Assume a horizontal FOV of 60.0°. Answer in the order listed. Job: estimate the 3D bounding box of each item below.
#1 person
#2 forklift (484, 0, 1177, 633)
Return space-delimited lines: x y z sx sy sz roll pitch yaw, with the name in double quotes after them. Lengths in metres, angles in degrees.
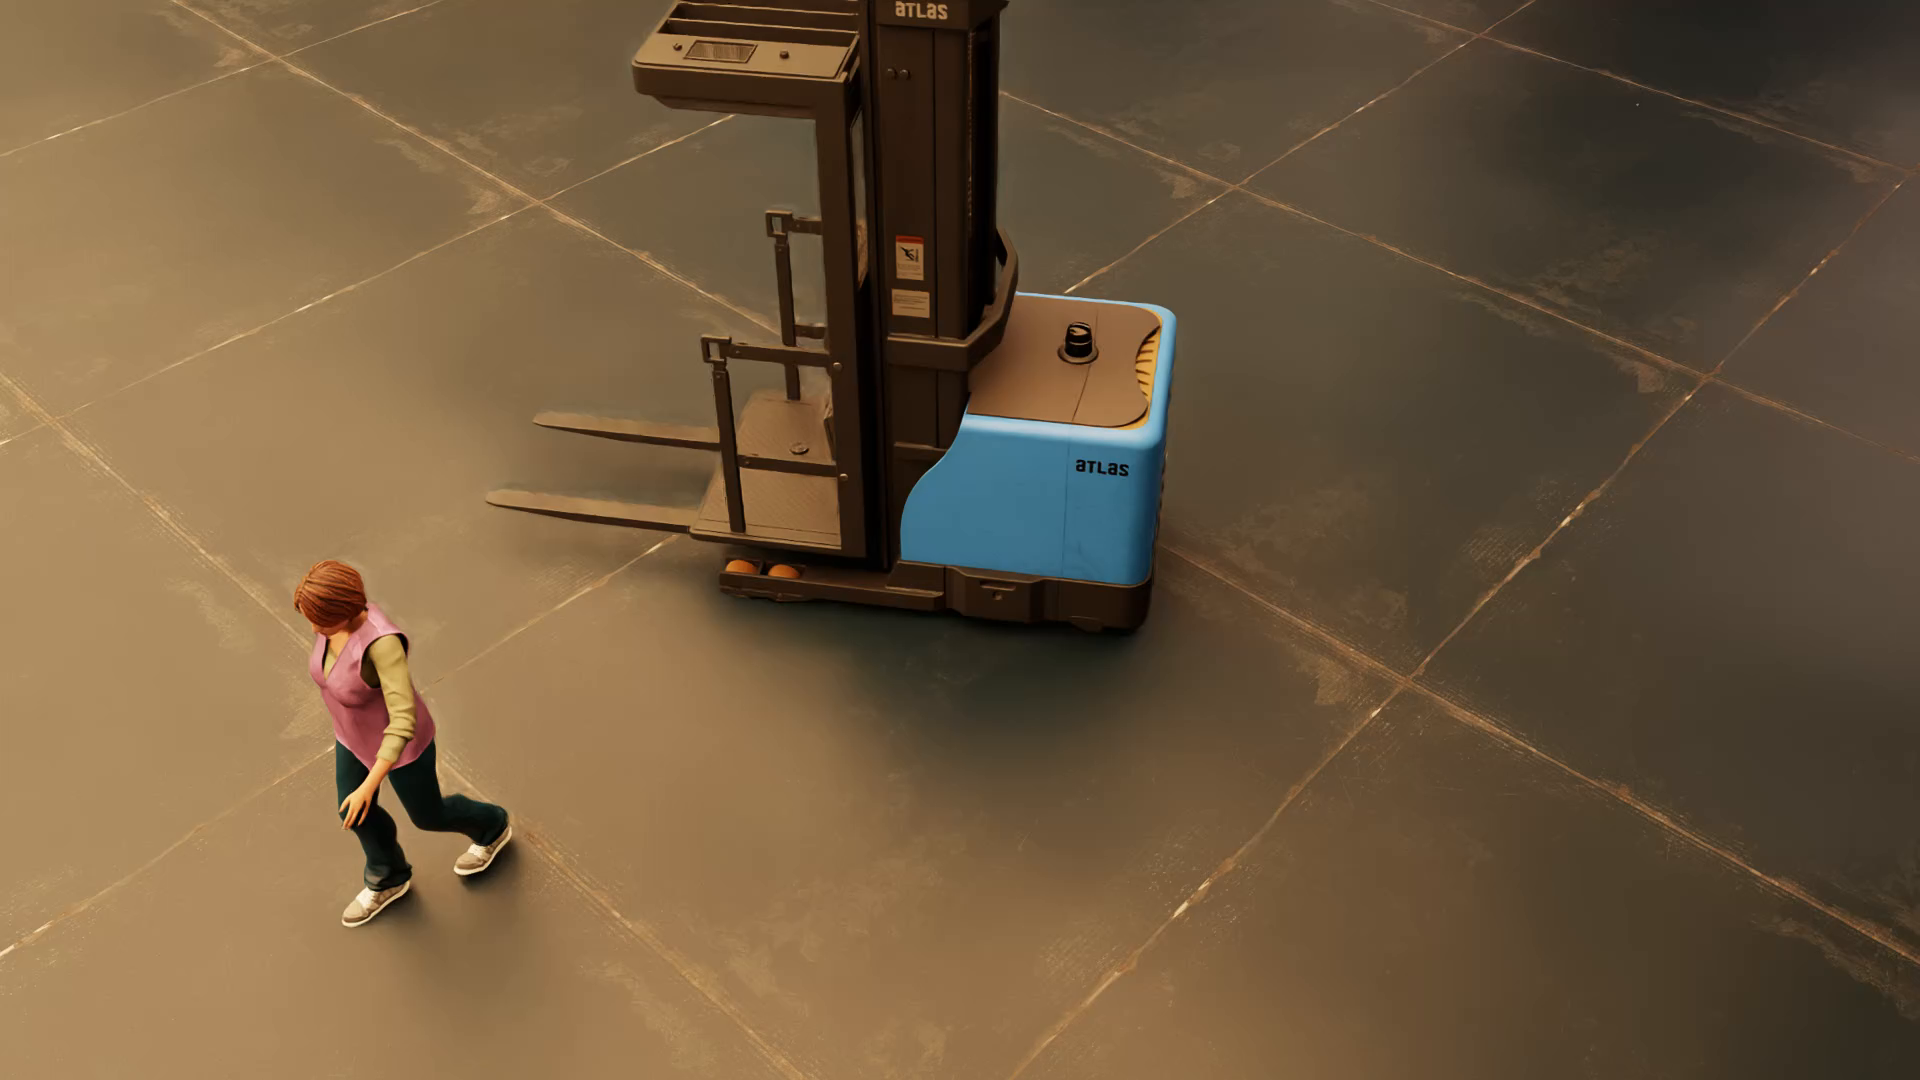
-2.002 0.677 5.694 0.797 1.579 0.703 29 48 29 "person"
-0.613 -1.170 6.792 3.031 2.935 1.130 6 41 7 "forklift"
